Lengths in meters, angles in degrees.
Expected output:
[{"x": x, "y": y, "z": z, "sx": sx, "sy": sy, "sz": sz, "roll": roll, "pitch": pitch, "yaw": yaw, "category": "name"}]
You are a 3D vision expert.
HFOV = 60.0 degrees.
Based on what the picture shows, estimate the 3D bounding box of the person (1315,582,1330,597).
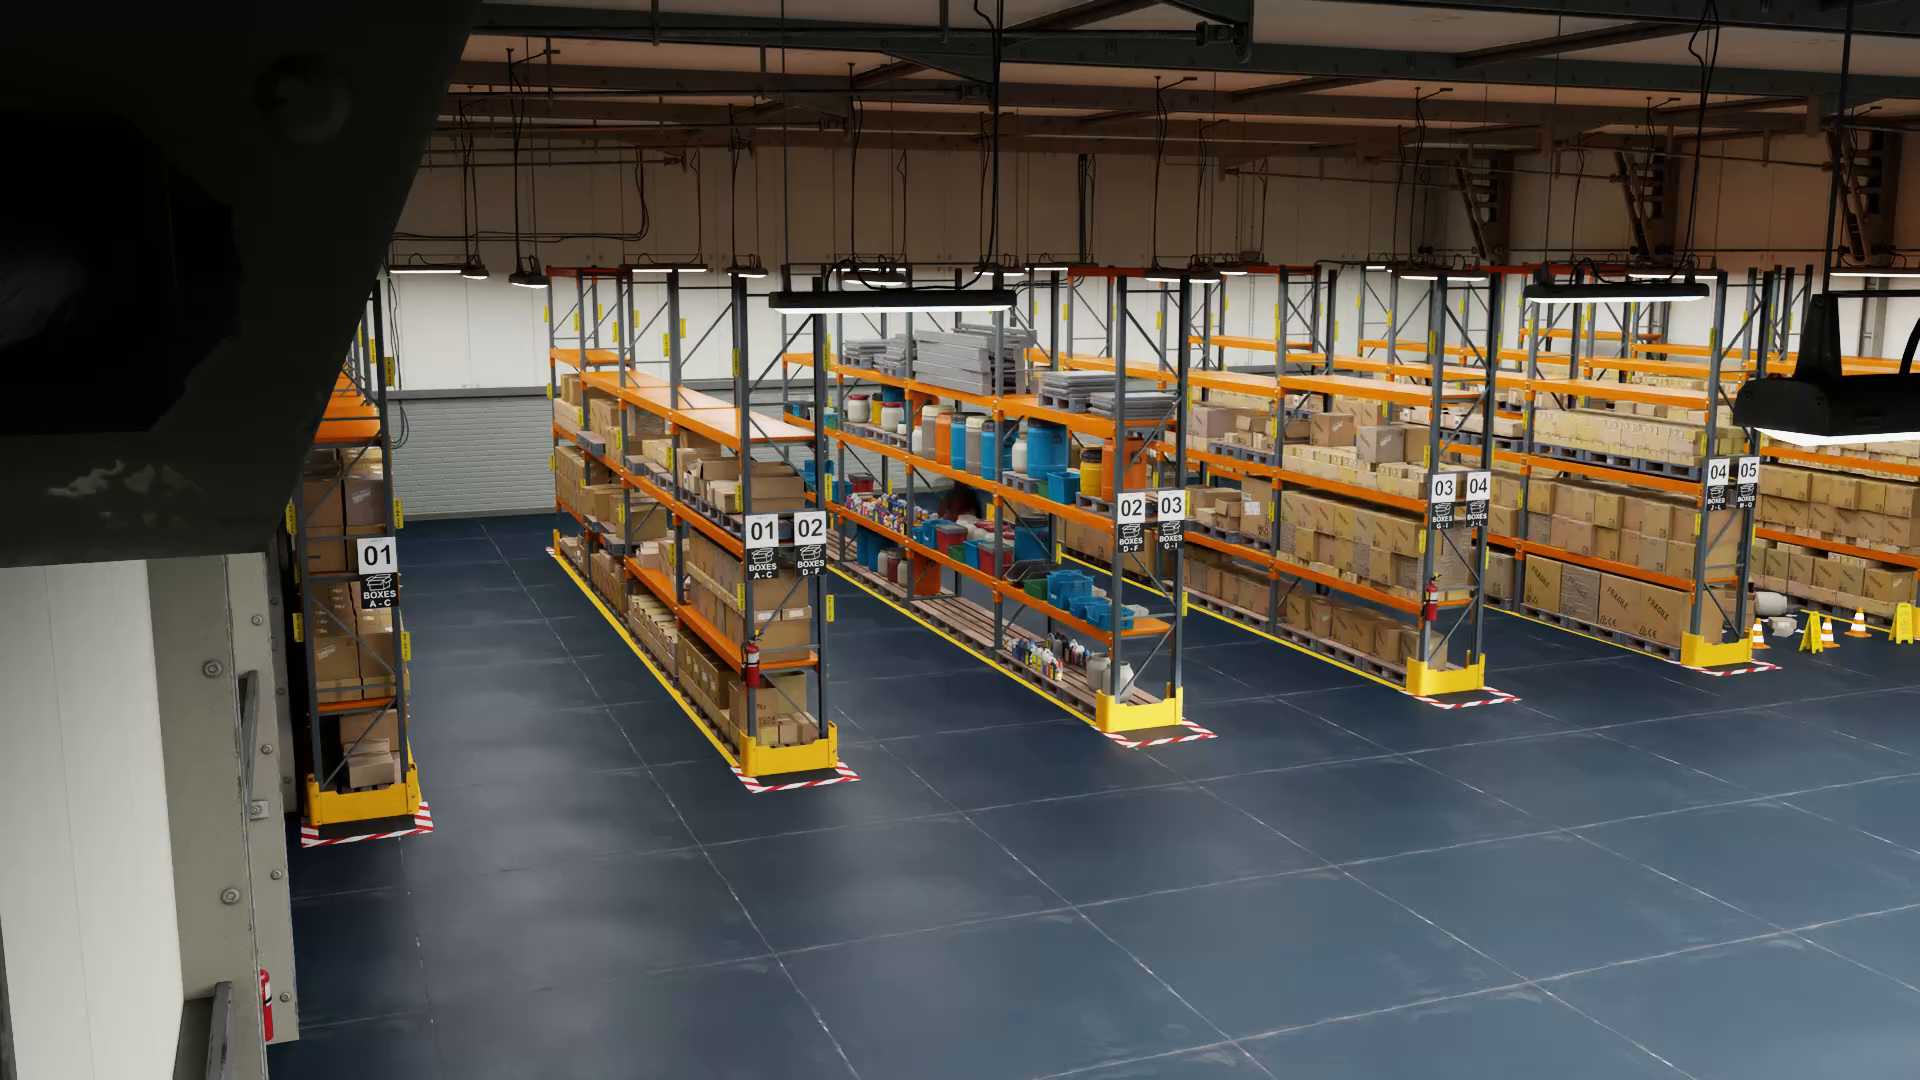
[{"x": 6.454, "y": 0.386, "z": 29.706, "sx": 0.395, "sy": 1.661, "sz": 0.487, "roll": 0, "pitch": 10, "yaw": 0, "category": "person"}]

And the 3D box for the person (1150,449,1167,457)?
[{"x": 5.058, "y": -1.848, "z": 42.482, "sx": 0.516, "sy": 1.629, "sz": 0.978, "roll": 2, "pitch": 10, "yaw": 12, "category": "person"}]
